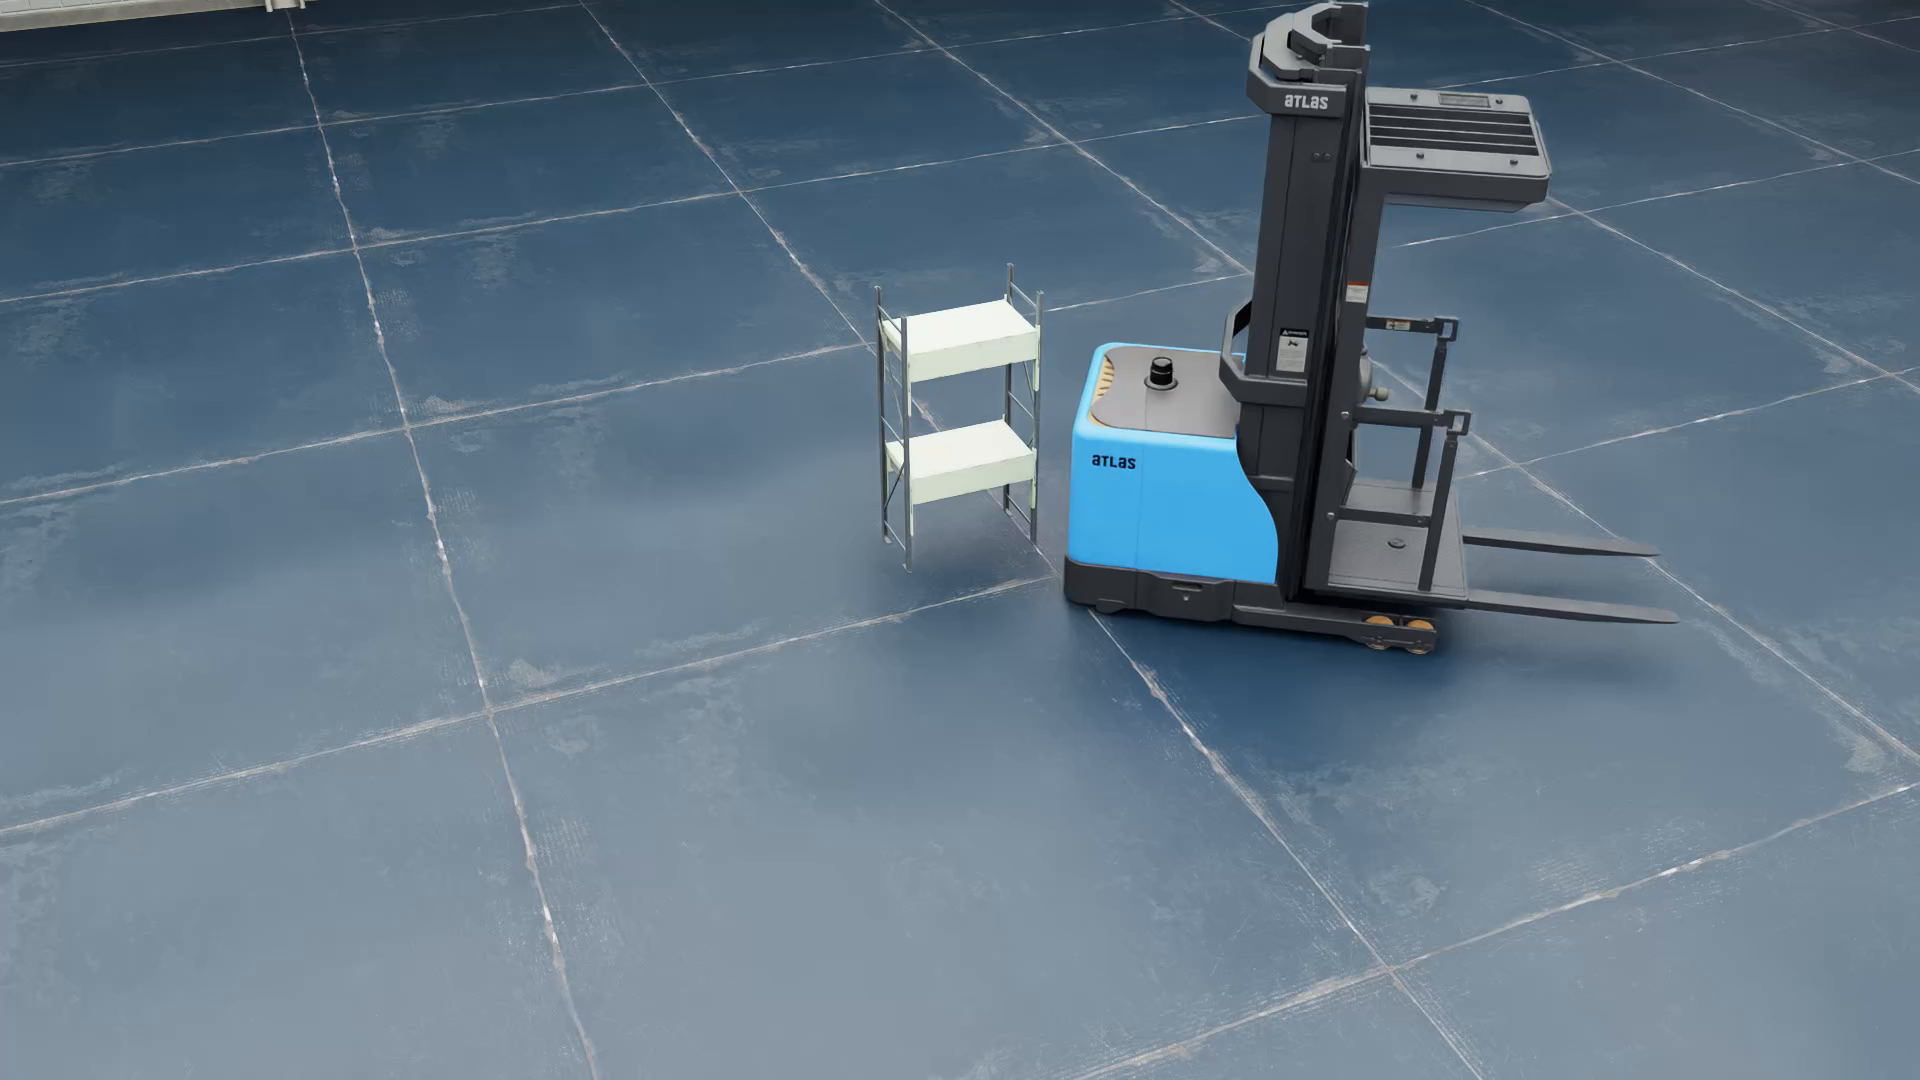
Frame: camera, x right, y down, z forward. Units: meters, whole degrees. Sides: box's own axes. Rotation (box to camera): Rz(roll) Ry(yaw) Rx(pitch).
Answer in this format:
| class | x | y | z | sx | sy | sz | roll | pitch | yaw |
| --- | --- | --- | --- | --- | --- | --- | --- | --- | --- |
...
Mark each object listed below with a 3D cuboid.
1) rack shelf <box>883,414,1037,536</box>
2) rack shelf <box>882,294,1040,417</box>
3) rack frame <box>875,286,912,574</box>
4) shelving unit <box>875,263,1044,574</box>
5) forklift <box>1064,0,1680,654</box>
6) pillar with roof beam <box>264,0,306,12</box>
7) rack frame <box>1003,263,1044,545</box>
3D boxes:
| class | x | y | z | sx | sy | sz | roll | pitch | yaw |
| --- | --- | --- | --- | --- | --- | --- | --- | --- | --- |
| rack shelf | -0.006 | -0.354 | 8.935 | 0.720 | 0.370 | 0.431 | -13 | 35 | -19 |
| rack shelf | -0.006 | -0.954 | 8.544 | 0.720 | 0.370 | 0.431 | -13 | 35 | -19 |
| rack frame | -0.344 | -0.550 | 8.638 | 0.023 | 1.500 | 0.400 | -13 | 35 | -19 |
| shelving unit | -0.006 | -0.627 | 8.757 | 0.755 | 1.500 | 0.431 | -13 | 35 | -19 |
| forklift | 2.106 | -0.977 | 7.983 | 3.031 | 2.935 | 1.130 | 6 | 34 | 9 |
| pillar with roof beam | -5.674 | -7.416 | 12.314 | 0.400 | 9.000 | 9.100 | -13 | 35 | -19 |
| rack frame | 0.331 | -0.704 | 8.876 | 0.023 | 1.500 | 0.400 | -13 | 35 | -19 |
